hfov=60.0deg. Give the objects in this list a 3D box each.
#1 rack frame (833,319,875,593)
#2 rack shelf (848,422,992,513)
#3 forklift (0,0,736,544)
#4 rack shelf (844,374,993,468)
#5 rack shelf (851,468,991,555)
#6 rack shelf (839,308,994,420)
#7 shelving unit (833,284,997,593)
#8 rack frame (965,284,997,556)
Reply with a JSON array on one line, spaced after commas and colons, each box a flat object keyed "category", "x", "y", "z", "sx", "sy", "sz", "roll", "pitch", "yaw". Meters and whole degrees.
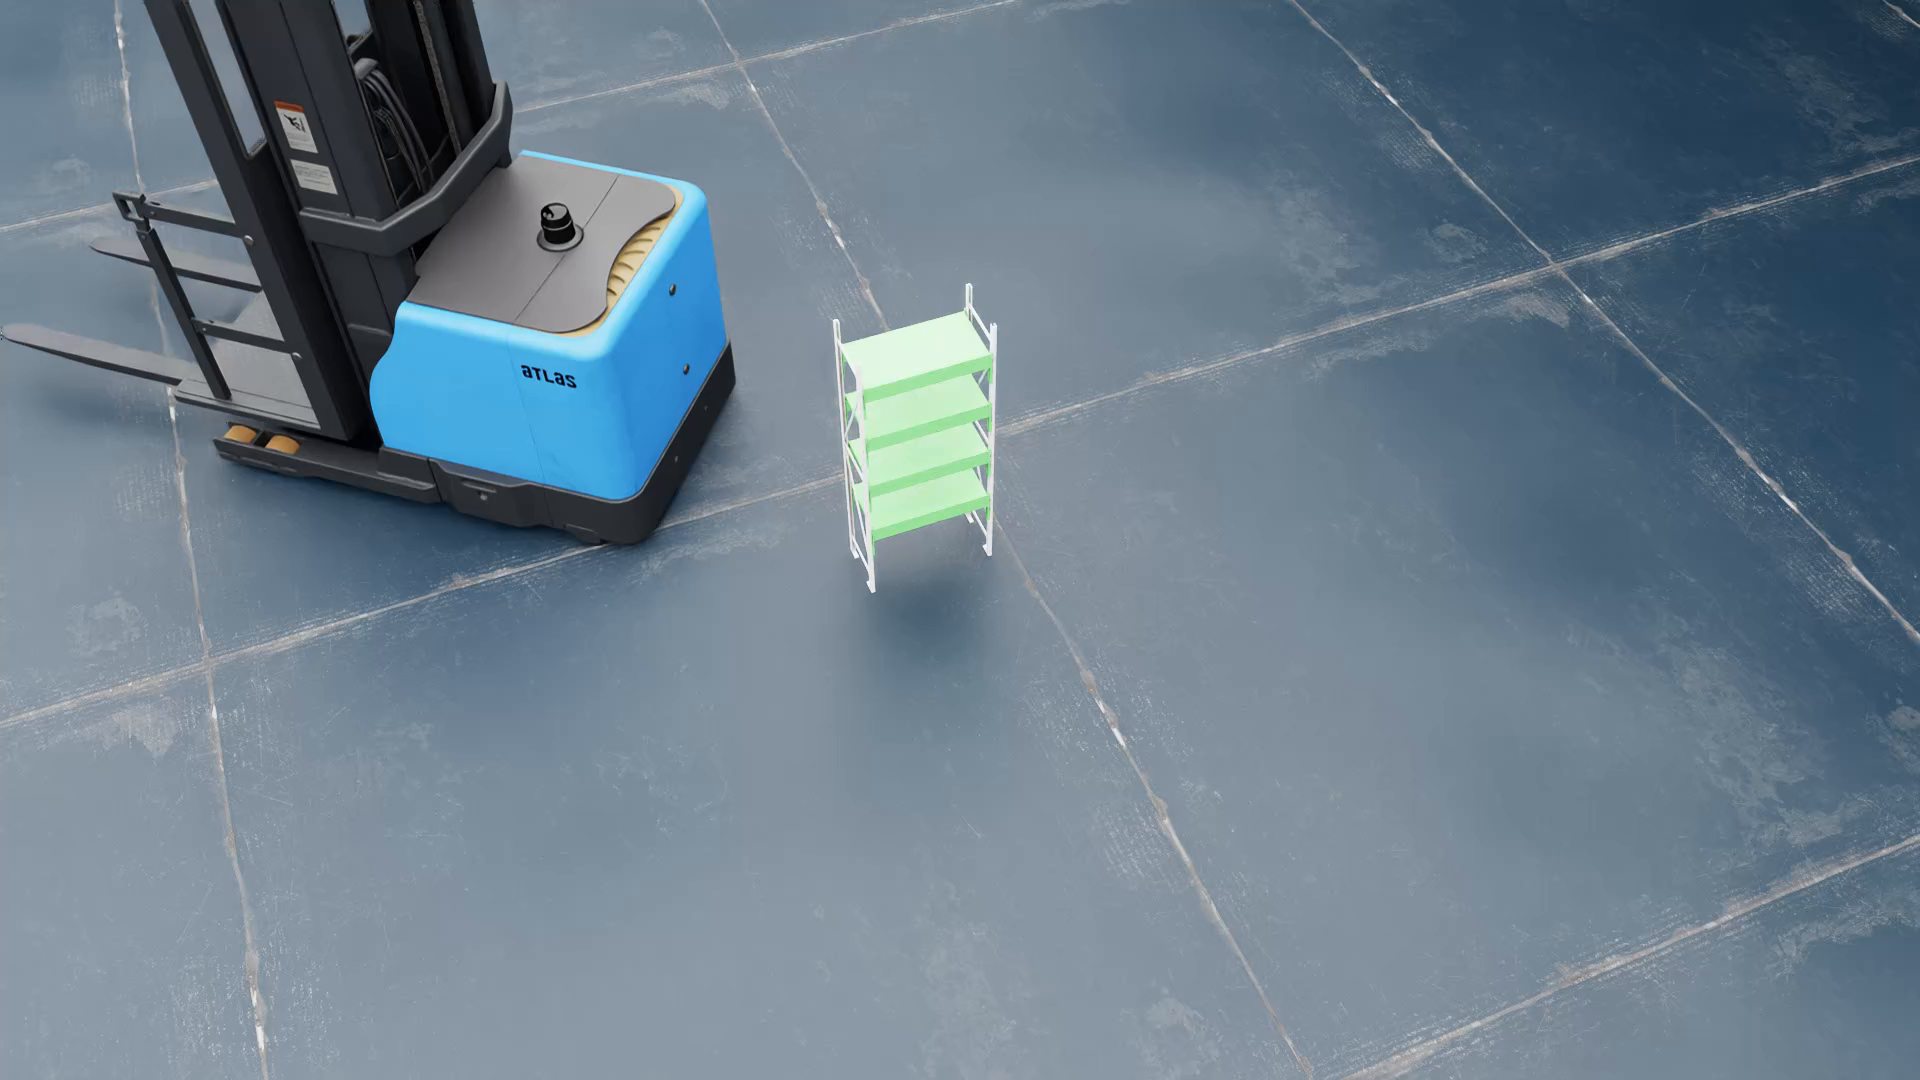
[{"category": "rack frame", "x": -0.379, "y": -0.273, "z": 6.035, "sx": 0.015, "sy": 1.200, "sz": 0.240, "roll": -17, "pitch": 52, "yaw": -14}, {"category": "rack shelf", "x": -0.153, "y": -0.302, "z": 6.143, "sx": 0.480, "sy": 0.148, "sz": 0.258, "roll": -17, "pitch": 52, "yaw": -14}, {"category": "forklift", "x": -2.529, "y": -1.590, "z": 6.024, "sx": 3.031, "sy": 2.935, "sz": 1.130, "roll": 13, "pitch": 51, "yaw": 11}, {"category": "rack shelf", "x": -0.153, "y": -0.458, "z": 5.961, "sx": 0.480, "sy": 0.148, "sz": 0.258, "roll": -17, "pitch": 52, "yaw": -14}, {"category": "rack shelf", "x": -0.153, "y": -0.145, "z": 6.325, "sx": 0.480, "sy": 0.148, "sz": 0.258, "roll": -17, "pitch": 52, "yaw": -14}, {"category": "rack shelf", "x": -0.153, "y": -0.615, "z": 5.779, "sx": 0.480, "sy": 0.148, "sz": 0.258, "roll": -17, "pitch": 52, "yaw": -14}, {"category": "shelving unit", "x": -0.153, "y": -0.343, "z": 6.095, "sx": 0.503, "sy": 1.200, "sz": 0.258, "roll": -17, "pitch": 52, "yaw": -14}, {"category": "rack frame", "x": 0.073, "y": -0.413, "z": 6.155, "sx": 0.015, "sy": 1.200, "sz": 0.240, "roll": -17, "pitch": 52, "yaw": -14}]
